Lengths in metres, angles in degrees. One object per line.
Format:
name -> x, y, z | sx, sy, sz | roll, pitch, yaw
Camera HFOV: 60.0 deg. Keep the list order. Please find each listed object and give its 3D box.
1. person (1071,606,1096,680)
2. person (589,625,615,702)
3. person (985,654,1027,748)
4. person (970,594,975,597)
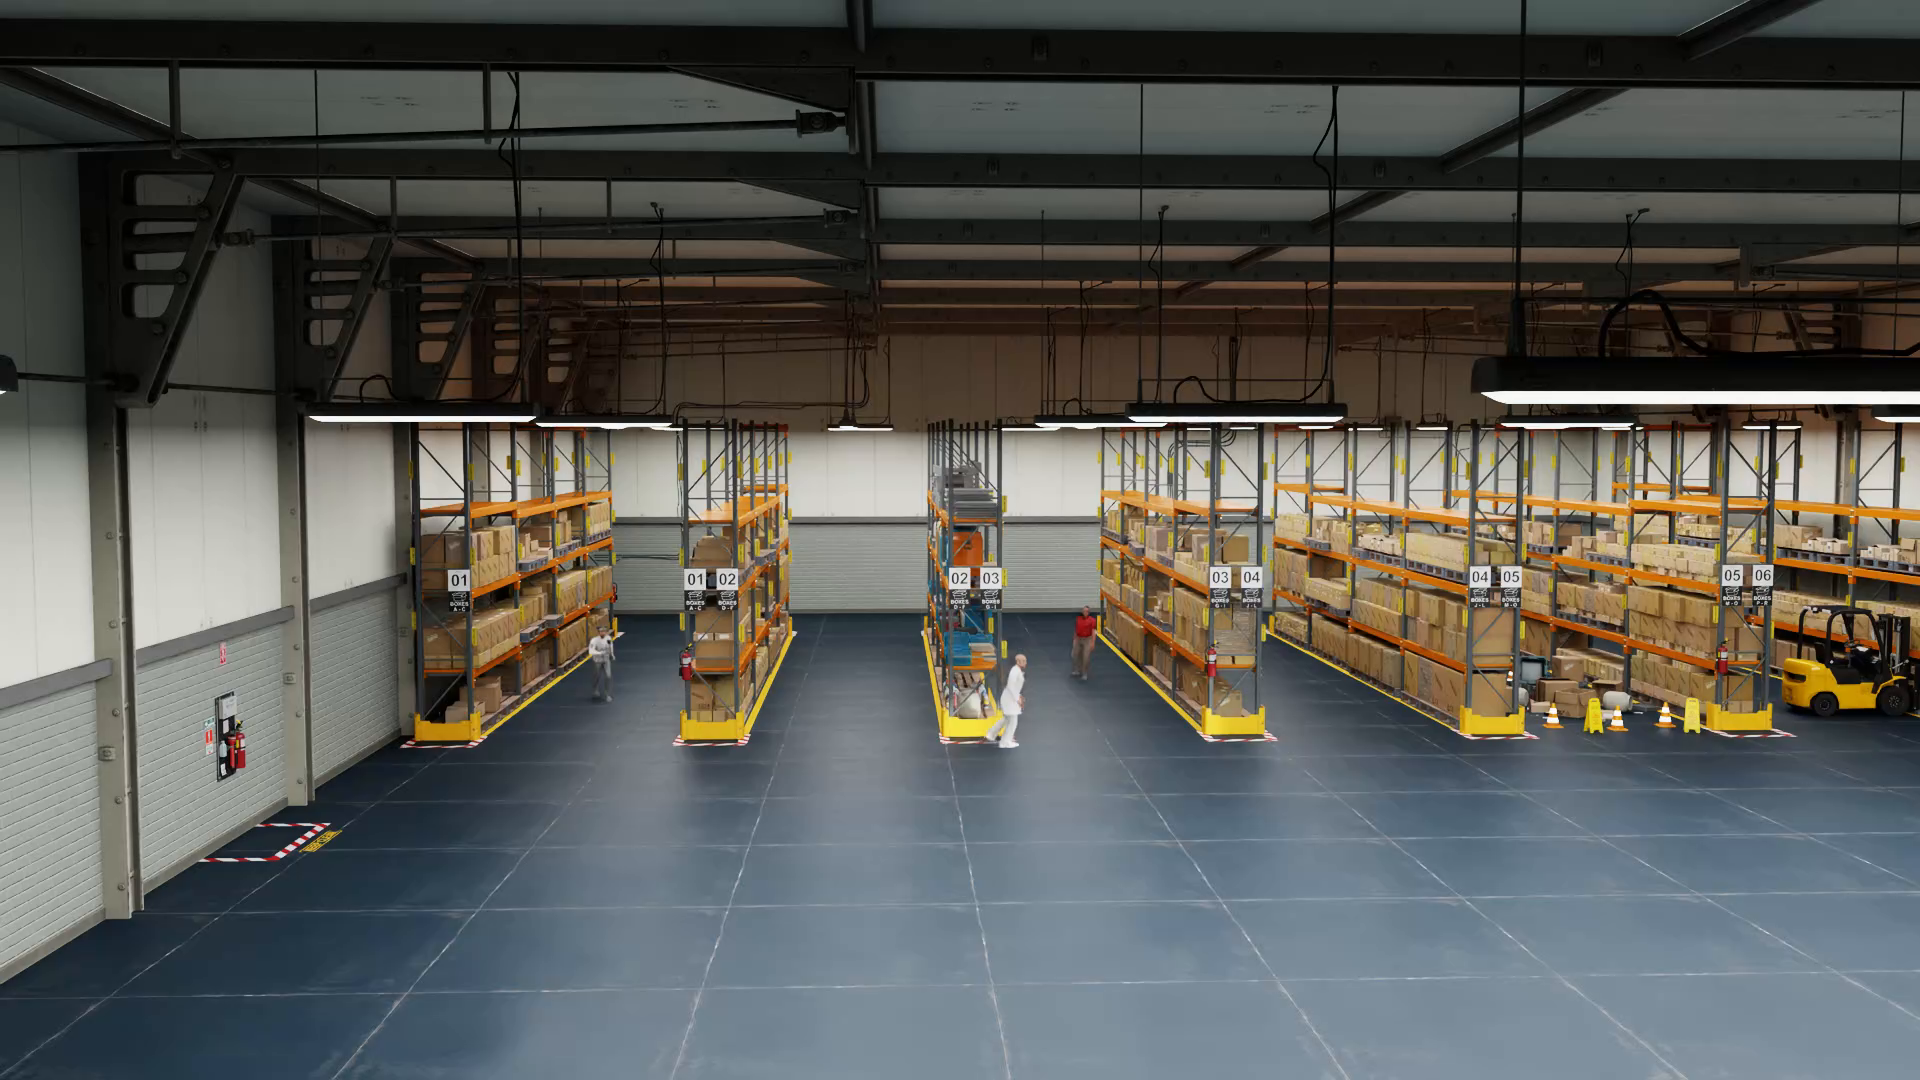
person -> 2.874, 2.398, 38.760 | 0.654, 1.760, 0.500 | 2, 4, 27
person -> -7.696, 2.619, 35.683 | 0.598, 1.657, 0.942 | -2, 4, -25
person -> 0.837, 2.977, 30.296 | 0.770, 1.614, 0.724 | 0, 4, 4
person -> 0.386, 1.678, 50.334 | 0.861, 1.609, 0.544 | 1, 4, 10
